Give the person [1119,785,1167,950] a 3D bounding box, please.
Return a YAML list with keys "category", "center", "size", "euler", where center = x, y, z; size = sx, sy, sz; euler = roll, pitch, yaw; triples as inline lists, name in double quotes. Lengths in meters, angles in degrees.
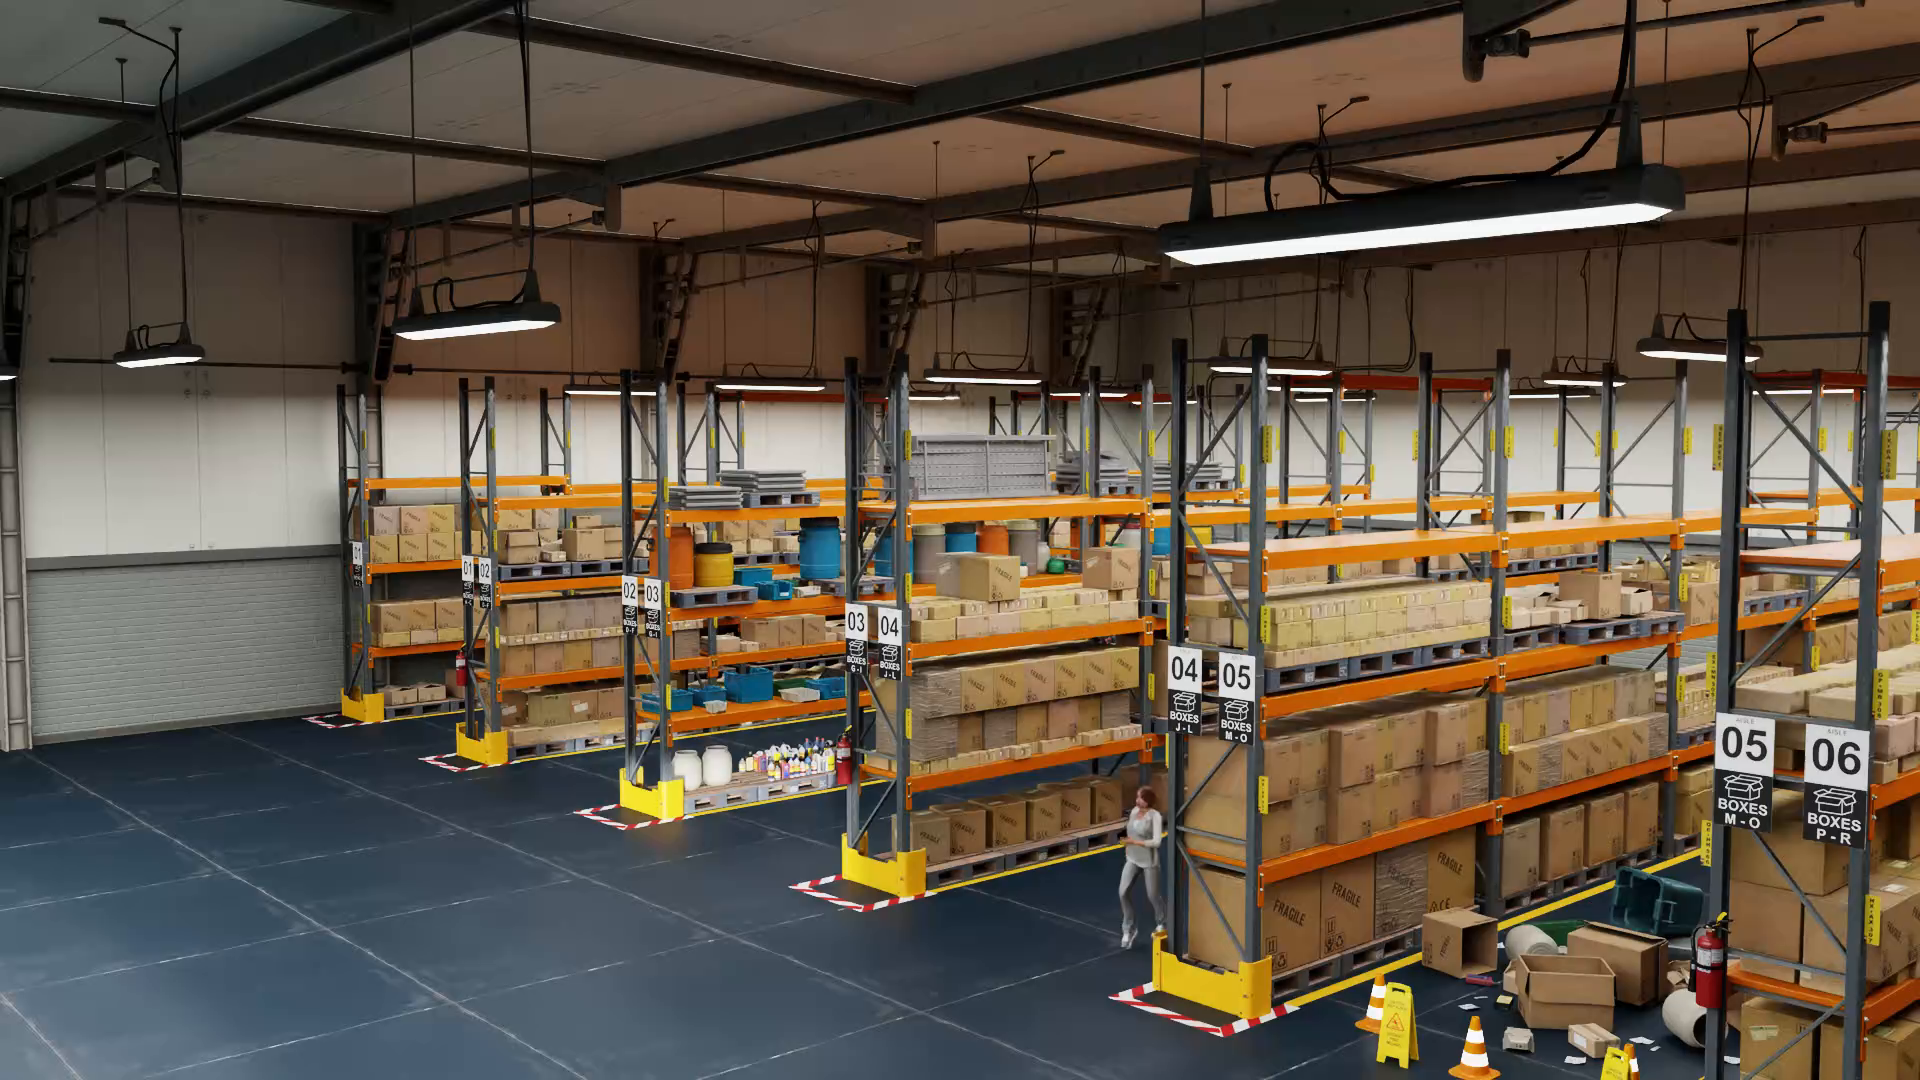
- category: "person"
  center: [1.835, 3.270, 16.667]
  size: [0.504, 1.644, 0.711]
  euler: [3, 5, 41]
